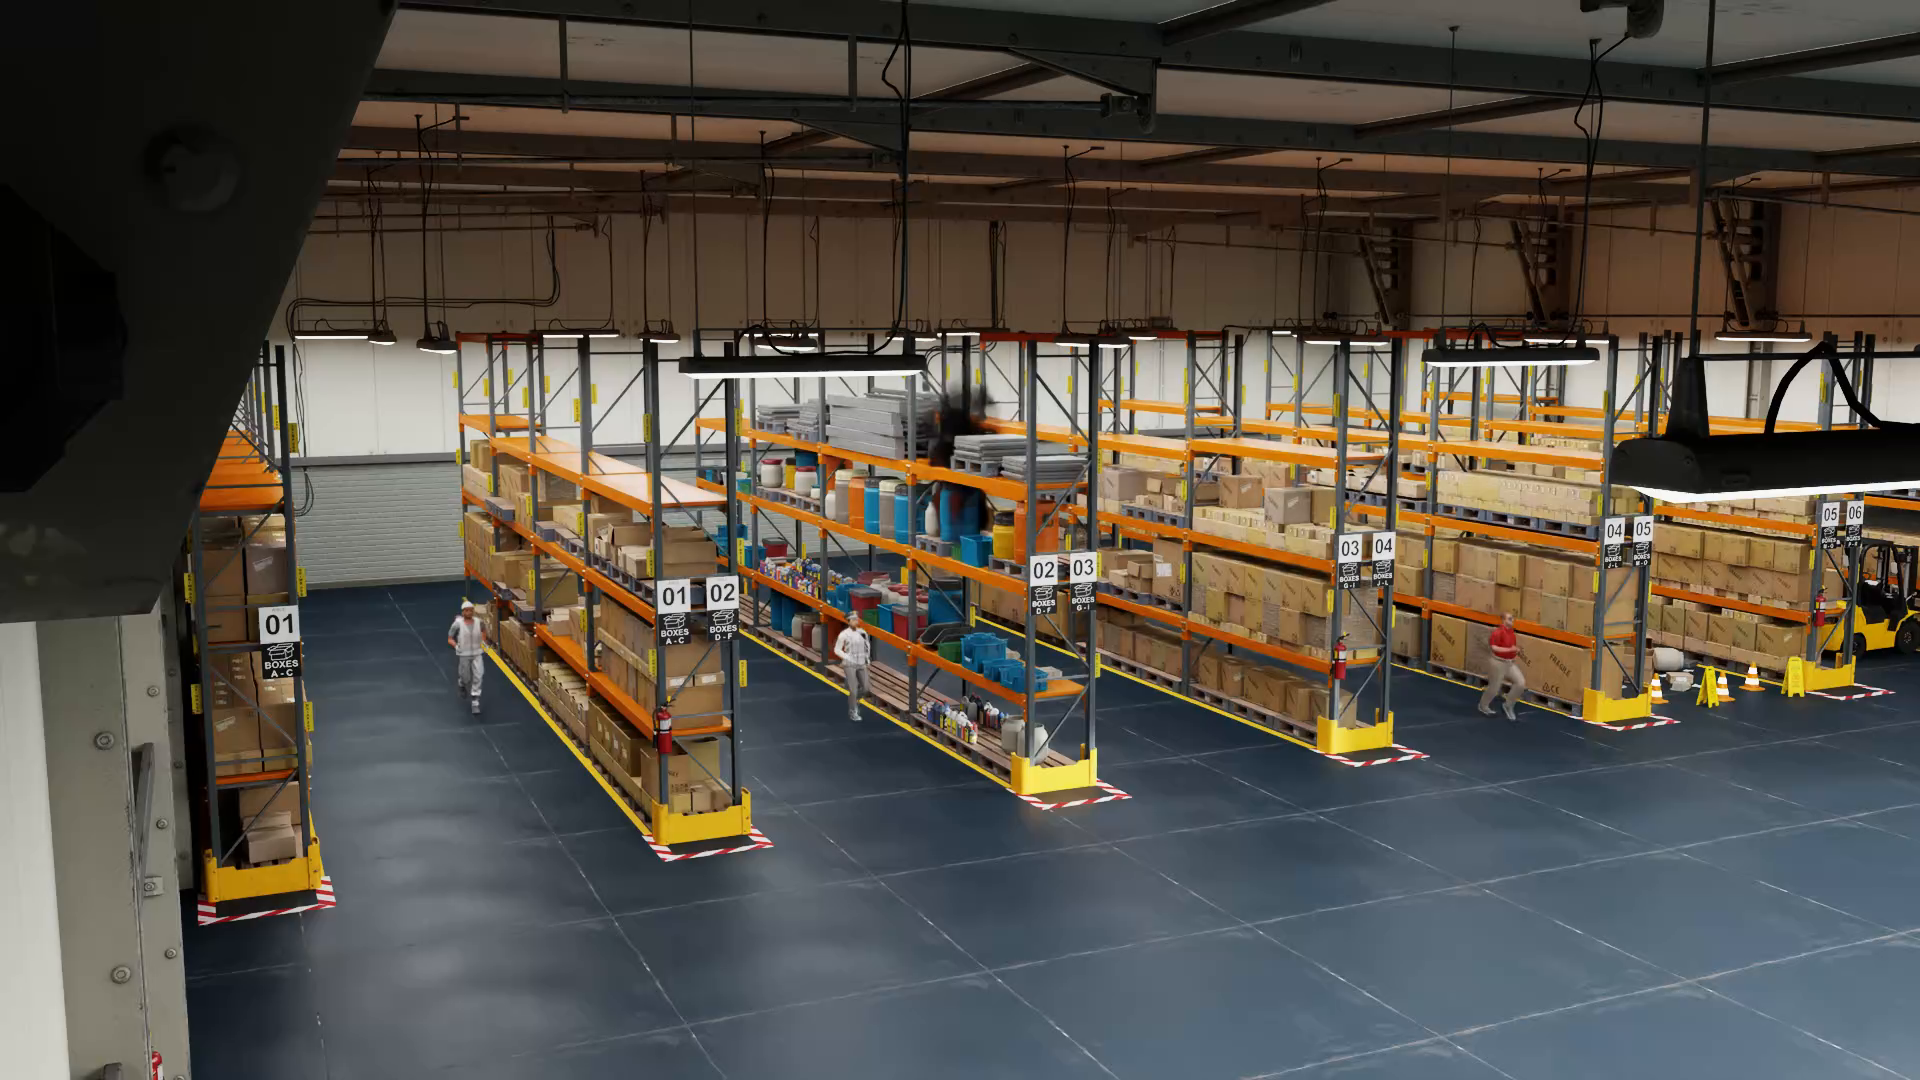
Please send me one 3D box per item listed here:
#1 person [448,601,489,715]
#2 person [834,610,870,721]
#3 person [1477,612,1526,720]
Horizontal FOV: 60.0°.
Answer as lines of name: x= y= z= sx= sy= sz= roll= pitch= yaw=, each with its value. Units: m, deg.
person: x=-7.887 y=1.864 z=26.751 sx=0.656 sy=1.783 sz=0.899 roll=-4 pitch=9 yaw=-29
person: x=-1.562 y=1.872 z=24.877 sx=0.611 sy=1.661 sz=0.527 roll=-4 pitch=9 yaw=-28
person: x=8.501 y=1.990 z=26.122 sx=0.641 sy=1.755 sz=0.790 roll=-6 pitch=10 yaw=-36
